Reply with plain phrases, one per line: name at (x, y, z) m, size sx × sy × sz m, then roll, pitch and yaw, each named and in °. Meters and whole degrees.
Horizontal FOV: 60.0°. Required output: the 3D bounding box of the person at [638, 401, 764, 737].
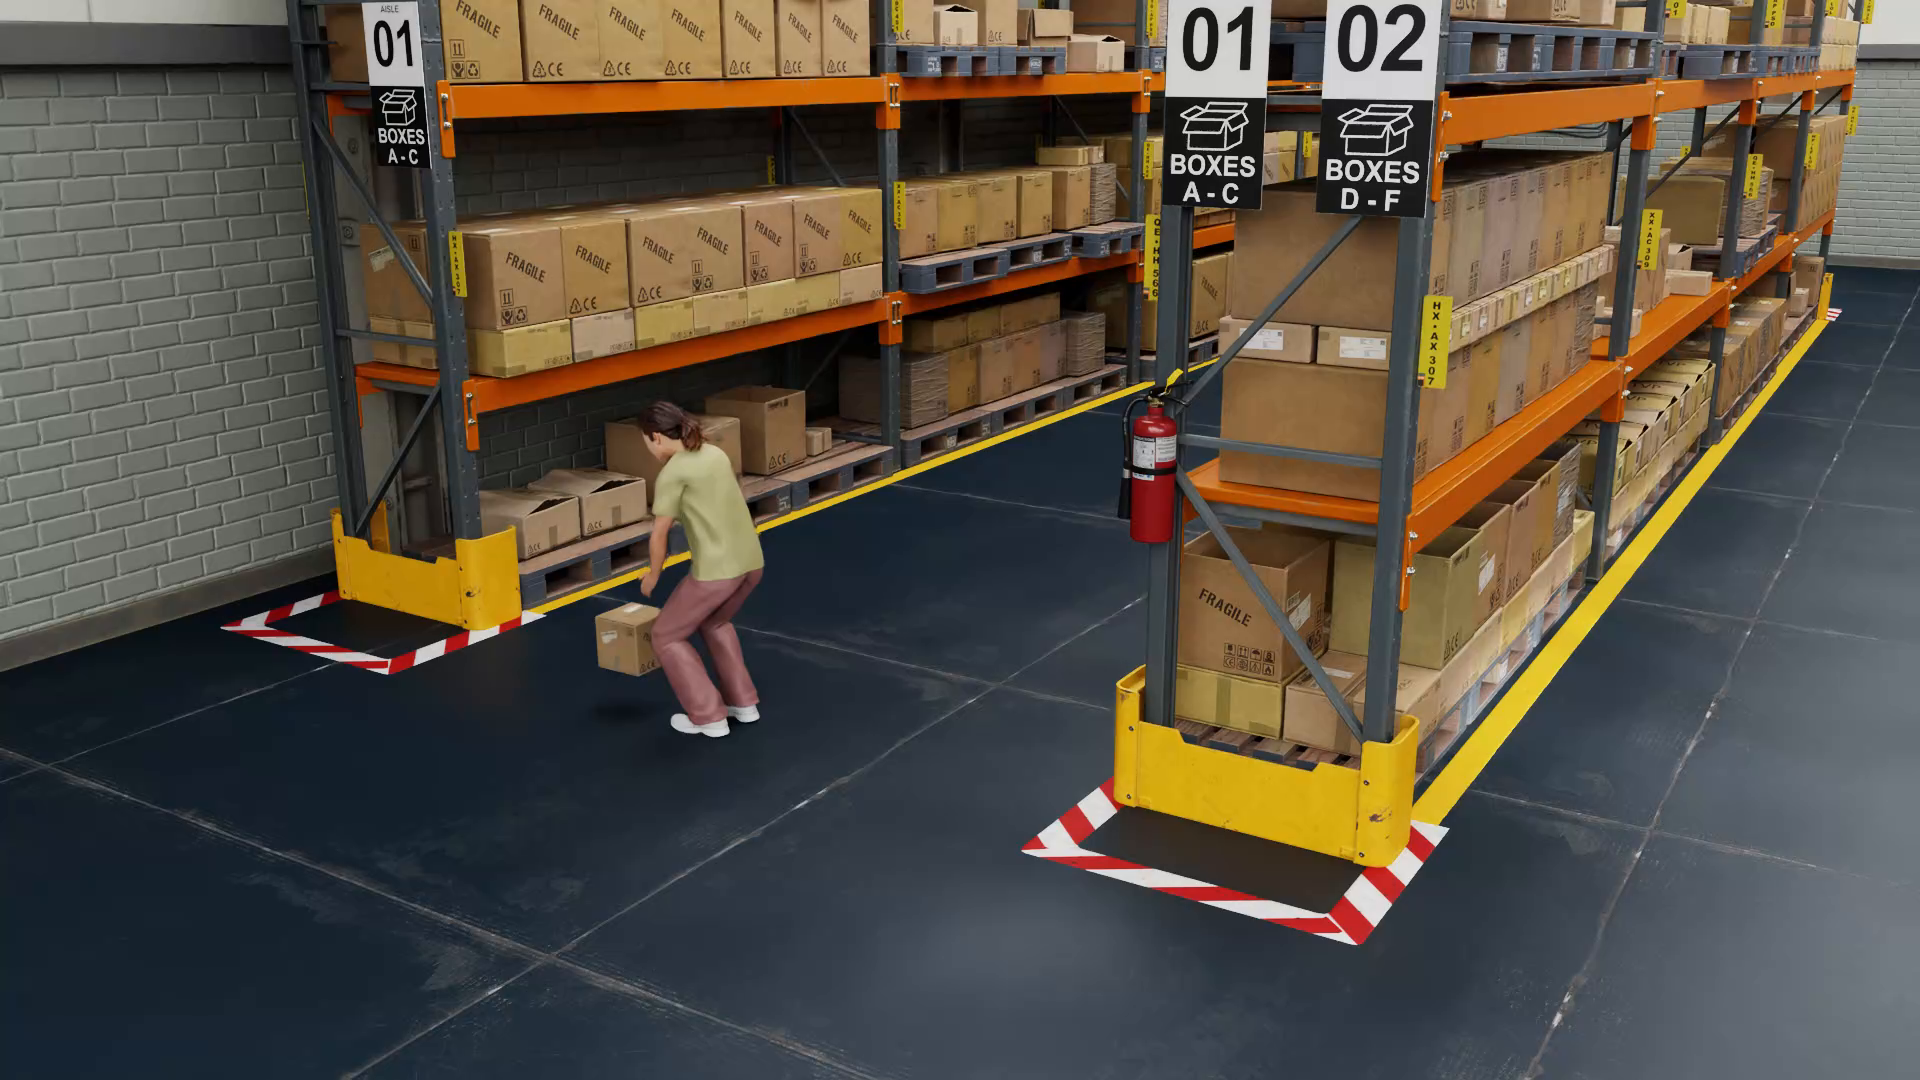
person at (-1.168, 0.134, 7.418) m, size 0.554 × 1.493 × 0.502 m, roll 10°, pitch 19°, yaw 31°
